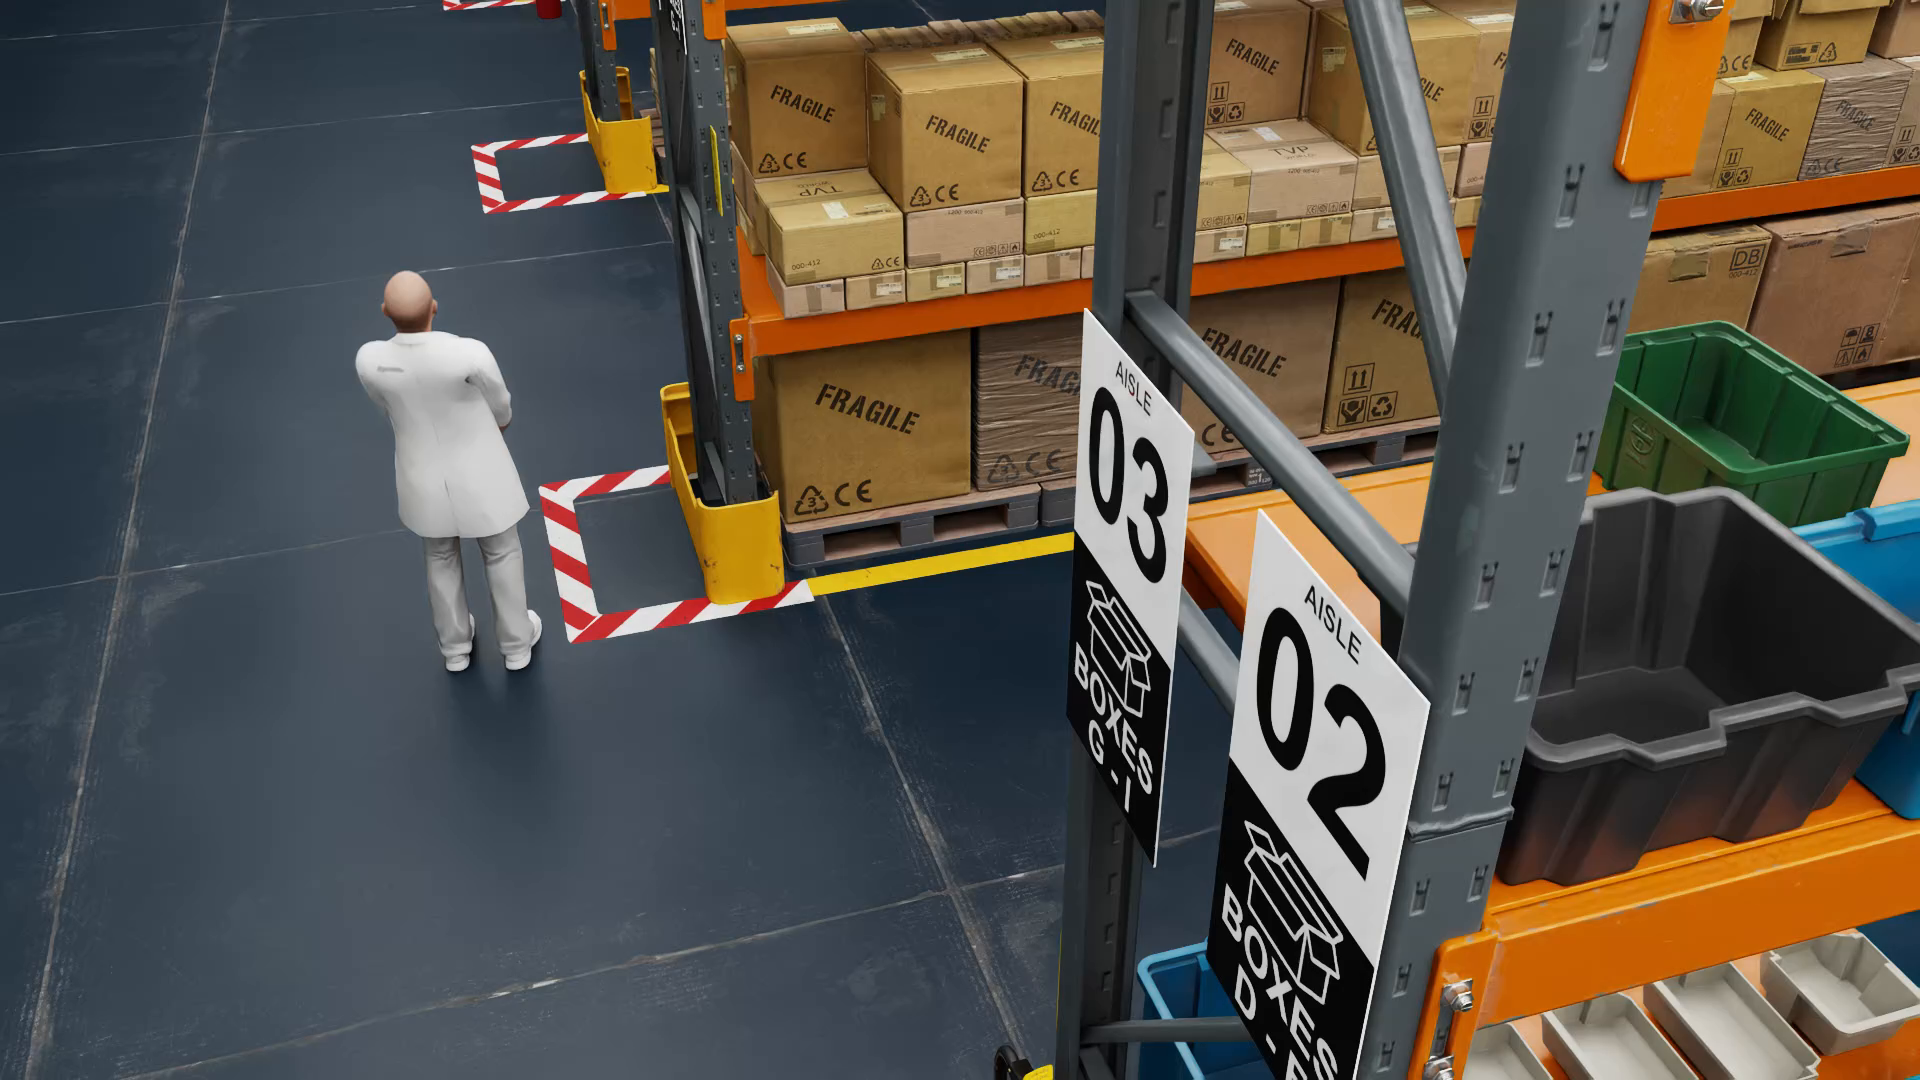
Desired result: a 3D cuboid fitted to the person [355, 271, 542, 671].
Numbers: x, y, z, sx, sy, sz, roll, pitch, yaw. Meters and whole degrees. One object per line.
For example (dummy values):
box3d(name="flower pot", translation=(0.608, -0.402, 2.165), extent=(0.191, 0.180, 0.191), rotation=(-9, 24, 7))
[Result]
box3d(name="person", translation=(-2.004, -0.320, 6.645), extent=(0.530, 1.770, 0.563), rotation=(-2, 34, -2))
